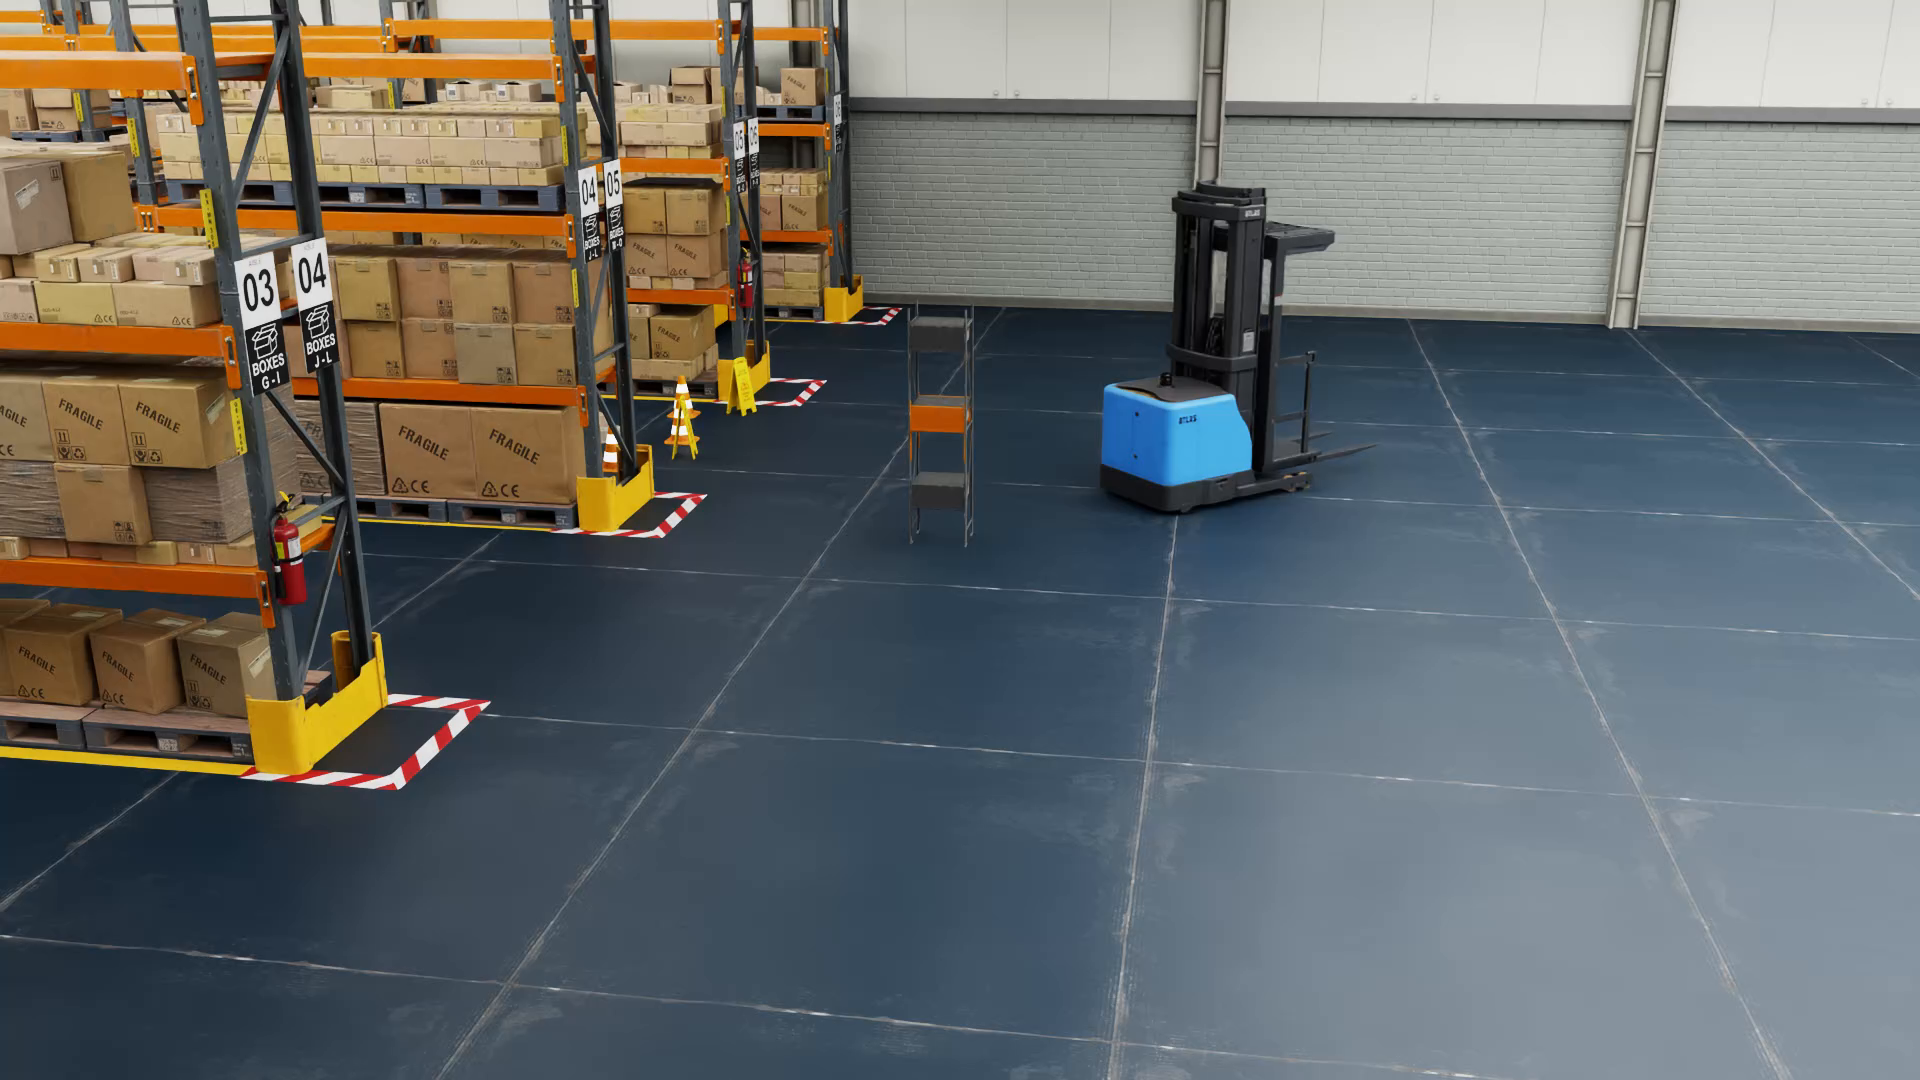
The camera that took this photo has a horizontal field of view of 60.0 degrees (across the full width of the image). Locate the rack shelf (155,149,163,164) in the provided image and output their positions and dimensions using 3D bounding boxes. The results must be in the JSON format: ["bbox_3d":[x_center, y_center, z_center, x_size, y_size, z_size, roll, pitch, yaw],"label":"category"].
[{"bbox_3d":[-8.464,-4.623,20.299,4.000,0.370,1.077,3,19,9],"label":"rack shelf"}]

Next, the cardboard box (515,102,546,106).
[{"bbox_3d":[-5.111,-5.127,19.812,0.250,0.149,0.380,3,19,8],"label":"cardboard box"}]

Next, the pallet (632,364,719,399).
[{"bbox_3d":[-3.412,-1.973,20.367,1.213,0.211,1.003,3,19,9],"label":"pallet"}]

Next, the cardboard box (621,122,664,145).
[{"bbox_3d":[-3.583,-4.703,19.173,0.500,0.250,0.500,3,19,8],"label":"cardboard box"}]

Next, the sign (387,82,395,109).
[{"bbox_3d":[-6.574,-5.121,19.219,0.005,0.325,0.100,3,19,9],"label":"sign"}]

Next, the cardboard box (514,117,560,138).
[{"bbox_3d":[-3.612,-3.522,14.196,0.250,0.149,0.380,3,19,9],"label":"cardboard box"}]

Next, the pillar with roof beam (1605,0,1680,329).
[{"bbox_3d":[8.864,-6.005,18.567,0.400,9.000,9.100,3,19,9],"label":"pillar with roof beam"}]

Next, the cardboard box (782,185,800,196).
[{"bbox_3d":[-2.401,-5.083,24.088,0.250,0.149,0.380,3,19,10],"label":"cardboard box"}]

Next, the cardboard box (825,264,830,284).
[{"bbox_3d":[-2.188,-4.016,24.962,0.500,0.250,0.500,3,19,10],"label":"cardboard box"}]

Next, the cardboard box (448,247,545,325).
[{"bbox_3d":[-4.144,-2.297,15.001,0.550,0.550,0.875,3,19,9],"label":"cardboard box"}]

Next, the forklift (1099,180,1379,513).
[{"bbox_3d":[2.859,-1.982,16.108,3.031,2.935,1.130,-12,22,-32],"label":"forklift"}]

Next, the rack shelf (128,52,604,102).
[{"bbox_3d":[-5.200,-4.099,14.634,4.000,0.370,1.077,3,19,9],"label":"rack shelf"}]

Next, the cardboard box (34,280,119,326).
[{"bbox_3d":[-5.122,-1.455,9.934,0.500,0.250,0.500,3,19,9],"label":"cardboard box"}]

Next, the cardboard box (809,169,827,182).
[{"bbox_3d":[-2.054,-5.375,24.491,0.250,0.149,0.380,3,19,8],"label":"cardboard box"}]

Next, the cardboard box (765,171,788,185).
[{"bbox_3d":[-2.655,-5.250,24.119,0.250,0.149,0.380,3,19,10],"label":"cardboard box"}]

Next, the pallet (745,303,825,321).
[{"bbox_3d":[-2.518,-3.498,24.924,1.213,0.211,1.003,3,19,9],"label":"pallet"}]

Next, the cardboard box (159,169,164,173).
[{"bbox_3d":[-11.877,-5.485,25.650,0.500,0.500,0.700,3,19,8],"label":"cardboard box"}]

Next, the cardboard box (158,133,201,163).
[{"bbox_3d":[-6.737,-3.512,14.792,0.500,0.250,0.500,3,19,9],"label":"cardboard box"}]

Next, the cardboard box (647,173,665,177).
[{"bbox_3d":[-4.414,-5.339,24.383,0.250,0.149,0.380,3,19,8],"label":"cardboard box"}]

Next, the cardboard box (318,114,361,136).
[{"bbox_3d":[-5.368,-3.612,14.463,0.250,0.149,0.380,3,19,8],"label":"cardboard box"}]

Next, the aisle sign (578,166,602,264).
[{"bbox_3d":[-3.203,-2.819,14.404,0.004,0.787,0.394,3,19,9],"label":"aisle sign"}]

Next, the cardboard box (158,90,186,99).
[{"bbox_3d":[-11.851,-6.740,25.068,0.250,0.149,0.380,3,19,10],"label":"cardboard box"}]

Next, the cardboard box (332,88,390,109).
[{"bbox_3d":[-7.082,-5.218,19.729,0.500,0.250,0.500,3,19,10],"label":"cardboard box"}]

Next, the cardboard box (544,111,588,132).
[{"bbox_3d":[-3.505,-3.728,14.811,0.250,0.149,0.380,3,19,9],"label":"cardboard box"}]

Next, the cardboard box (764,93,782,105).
[{"bbox_3d":[-2.623,-6.291,23.728,0.250,0.149,0.380,2,19,7],"label":"cardboard box"}]

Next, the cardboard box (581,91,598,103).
[{"bbox_3d":[-5.311,-6.428,24.137,0.250,0.149,0.380,3,19,10],"label":"cardboard box"}]

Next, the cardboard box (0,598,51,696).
[{"bbox_3d":[-6.481,0.716,11.214,0.500,0.500,0.500,1,19,4],"label":"cardboard box"}]

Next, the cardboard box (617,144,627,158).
[{"bbox_3d":[-3.938,-4.531,19.286,0.250,0.149,0.380,3,19,8],"label":"cardboard box"}]

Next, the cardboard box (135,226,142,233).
[{"bbox_3d":[-10.032,-3.935,20.547,0.500,0.500,0.500,2,19,7],"label":"cardboard box"}]

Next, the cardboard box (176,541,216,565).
[{"bbox_3d":[-4.673,0.022,10.407,0.250,0.149,0.380,3,19,9],"label":"cardboard box"}]

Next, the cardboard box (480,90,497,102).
[{"bbox_3d":[-6.840,-6.506,24.370,0.250,0.149,0.380,3,19,9],"label":"cardboard box"}]

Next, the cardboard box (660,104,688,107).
[{"bbox_3d":[-3.347,-5.042,19.558,0.250,0.149,0.380,3,19,9],"label":"cardboard box"}]

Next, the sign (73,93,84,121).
[{"bbox_3d":[-10.535,-5.174,19.872,0.005,0.325,0.100,3,19,9],"label":"sign"}]

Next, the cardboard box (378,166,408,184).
[{"bbox_3d":[-4.862,-3.208,14.514,0.250,0.149,0.380,3,19,9],"label":"cardboard box"}]

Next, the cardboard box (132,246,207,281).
[{"bbox_3d":[-4.674,-1.641,9.862,0.250,0.149,0.380,2,19,7],"label":"cardboard box"}]

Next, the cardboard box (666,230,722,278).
[{"bbox_3d":[-3.120,-3.369,19.519,0.500,0.500,0.500,3,19,8],"label":"cardboard box"}]

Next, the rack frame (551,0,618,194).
[{"bbox_3d":[-3.226,-4.529,14.156,0.127,3.000,1.000,3,19,9],"label":"rack frame"}]

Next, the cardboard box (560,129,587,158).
[{"bbox_3d":[-3.662,-3.527,14.839,0.500,0.250,0.500,3,19,9],"label":"cardboard box"}]

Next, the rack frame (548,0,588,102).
[{"bbox_3d":[-5.706,-7.841,24.056,0.127,3.000,1.000,3,19,9],"label":"rack frame"}]

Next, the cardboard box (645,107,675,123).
[{"bbox_3d":[-3.425,-4.878,19.066,0.250,0.149,0.380,3,19,8],"label":"cardboard box"}]

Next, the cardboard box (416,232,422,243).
[{"bbox_3d":[-6.907,-3.942,20.569,0.500,0.500,0.500,3,19,10],"label":"cardboard box"}]

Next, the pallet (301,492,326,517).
[{"bbox_3d":[-6.437,-0.500,15.964,1.213,0.211,1.003,3,19,9],"label":"pallet"}]

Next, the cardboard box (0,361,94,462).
[{"bbox_3d":[-5.682,-0.797,10.256,0.500,0.500,0.500,3,19,9],"label":"cardboard box"}]

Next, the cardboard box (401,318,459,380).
[{"bbox_3d":[-4.679,-1.848,15.362,0.550,0.550,0.875,3,19,9],"label":"cardboard box"}]

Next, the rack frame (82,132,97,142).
[{"bbox_3d":[-10.439,-3.642,20.961,0.127,3.000,1.000,3,19,9],"label":"rack frame"}]

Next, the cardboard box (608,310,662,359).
[{"bbox_3d":[-3.889,-2.474,19.960,0.500,0.500,0.500,4,19,11],"label":"cardboard box"}]

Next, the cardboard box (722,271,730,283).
[{"bbox_3d":[-2.843,-3.202,20.043,0.250,0.149,0.380,3,19,9],"label":"cardboard box"}]

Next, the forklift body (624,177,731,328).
[{"bbox_3d":[-3.918,-3.916,23.118,1.214,2.155,2.313,3,19,9],"label":"forklift body"}]

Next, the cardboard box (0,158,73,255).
[{"bbox_3d":[-5.683,-1.982,9.857,0.500,0.500,0.500,3,19,9],"label":"cardboard box"}]

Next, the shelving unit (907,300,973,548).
[{"bbox_3d":[-0.163,-1.004,14.495,0.503,2.100,0.431,3,19,9],"label":"shelving unit"}]

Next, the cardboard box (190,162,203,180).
[{"bbox_3d":[-6.614,-3.298,14.781,0.250,0.149,0.380,3,19,9],"label":"cardboard box"}]

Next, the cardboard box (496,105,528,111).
[{"bbox_3d":[-5.202,-4.966,19.329,0.250,0.149,0.380,2,19,7],"label":"cardboard box"}]

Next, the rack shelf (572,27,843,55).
[{"bbox_3d":[-3.731,-7.210,23.933,4.000,0.370,1.077,3,19,9],"label":"rack shelf"}]

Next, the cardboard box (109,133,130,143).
[{"bbox_3d":[-10.155,-4.876,20.319,0.250,0.149,0.380,3,19,9],"label":"cardboard box"}]

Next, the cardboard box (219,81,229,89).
[{"bbox_3d":[-11.074,-6.857,24.981,0.250,0.149,0.380,3,19,7],"label":"cardboard box"}]

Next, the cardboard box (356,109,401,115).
[{"bbox_3d":[-5.264,-3.818,15.080,0.250,0.149,0.380,3,19,9],"label":"cardboard box"}]
